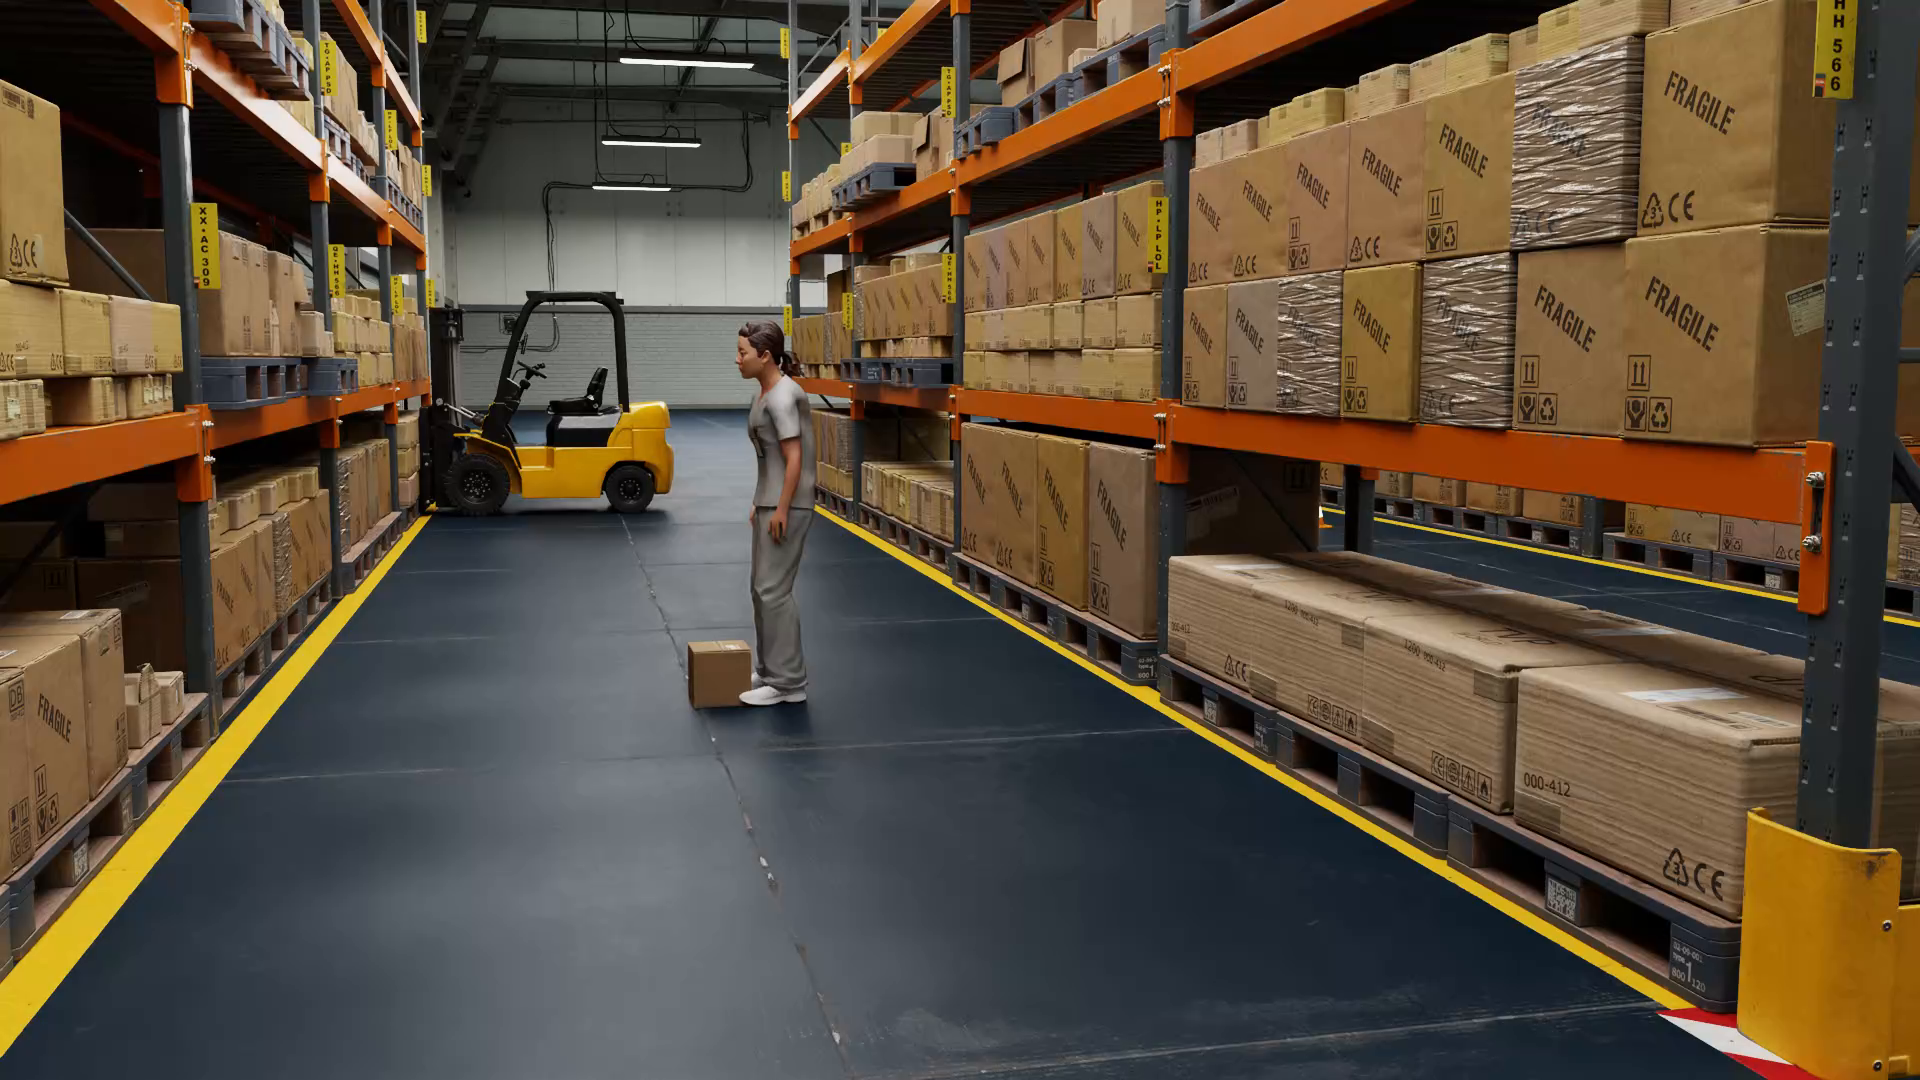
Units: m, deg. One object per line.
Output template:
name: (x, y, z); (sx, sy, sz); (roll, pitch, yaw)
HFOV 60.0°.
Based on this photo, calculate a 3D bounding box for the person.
person: (-0.821, -0.123, 7.303); (0.367, 1.667, 0.514); (-2, 6, -17)
